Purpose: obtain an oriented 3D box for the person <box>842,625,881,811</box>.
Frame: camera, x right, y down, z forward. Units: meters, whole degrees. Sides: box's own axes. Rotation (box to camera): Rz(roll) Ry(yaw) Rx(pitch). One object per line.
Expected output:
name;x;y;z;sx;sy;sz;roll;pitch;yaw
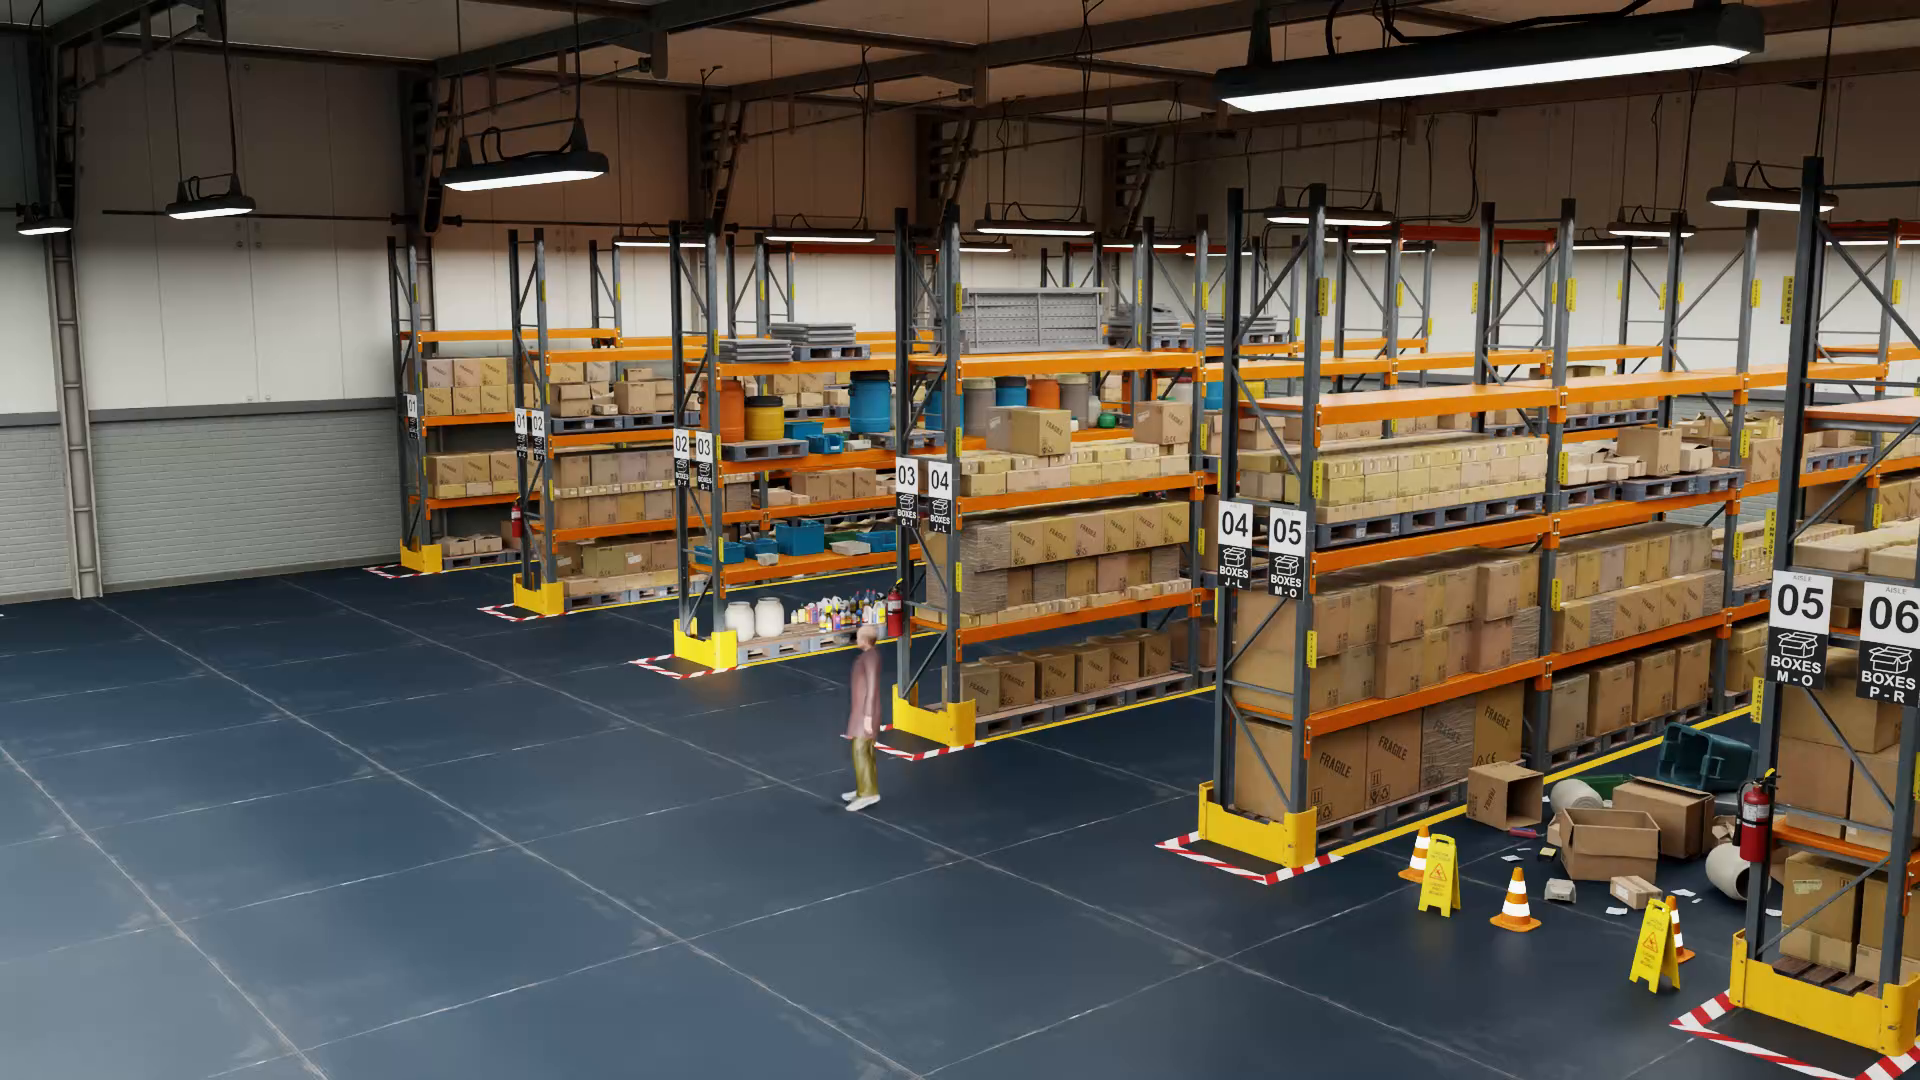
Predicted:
person;-0.992;1.759;16.626;0.406;1.826;0.637;0;9;-1
